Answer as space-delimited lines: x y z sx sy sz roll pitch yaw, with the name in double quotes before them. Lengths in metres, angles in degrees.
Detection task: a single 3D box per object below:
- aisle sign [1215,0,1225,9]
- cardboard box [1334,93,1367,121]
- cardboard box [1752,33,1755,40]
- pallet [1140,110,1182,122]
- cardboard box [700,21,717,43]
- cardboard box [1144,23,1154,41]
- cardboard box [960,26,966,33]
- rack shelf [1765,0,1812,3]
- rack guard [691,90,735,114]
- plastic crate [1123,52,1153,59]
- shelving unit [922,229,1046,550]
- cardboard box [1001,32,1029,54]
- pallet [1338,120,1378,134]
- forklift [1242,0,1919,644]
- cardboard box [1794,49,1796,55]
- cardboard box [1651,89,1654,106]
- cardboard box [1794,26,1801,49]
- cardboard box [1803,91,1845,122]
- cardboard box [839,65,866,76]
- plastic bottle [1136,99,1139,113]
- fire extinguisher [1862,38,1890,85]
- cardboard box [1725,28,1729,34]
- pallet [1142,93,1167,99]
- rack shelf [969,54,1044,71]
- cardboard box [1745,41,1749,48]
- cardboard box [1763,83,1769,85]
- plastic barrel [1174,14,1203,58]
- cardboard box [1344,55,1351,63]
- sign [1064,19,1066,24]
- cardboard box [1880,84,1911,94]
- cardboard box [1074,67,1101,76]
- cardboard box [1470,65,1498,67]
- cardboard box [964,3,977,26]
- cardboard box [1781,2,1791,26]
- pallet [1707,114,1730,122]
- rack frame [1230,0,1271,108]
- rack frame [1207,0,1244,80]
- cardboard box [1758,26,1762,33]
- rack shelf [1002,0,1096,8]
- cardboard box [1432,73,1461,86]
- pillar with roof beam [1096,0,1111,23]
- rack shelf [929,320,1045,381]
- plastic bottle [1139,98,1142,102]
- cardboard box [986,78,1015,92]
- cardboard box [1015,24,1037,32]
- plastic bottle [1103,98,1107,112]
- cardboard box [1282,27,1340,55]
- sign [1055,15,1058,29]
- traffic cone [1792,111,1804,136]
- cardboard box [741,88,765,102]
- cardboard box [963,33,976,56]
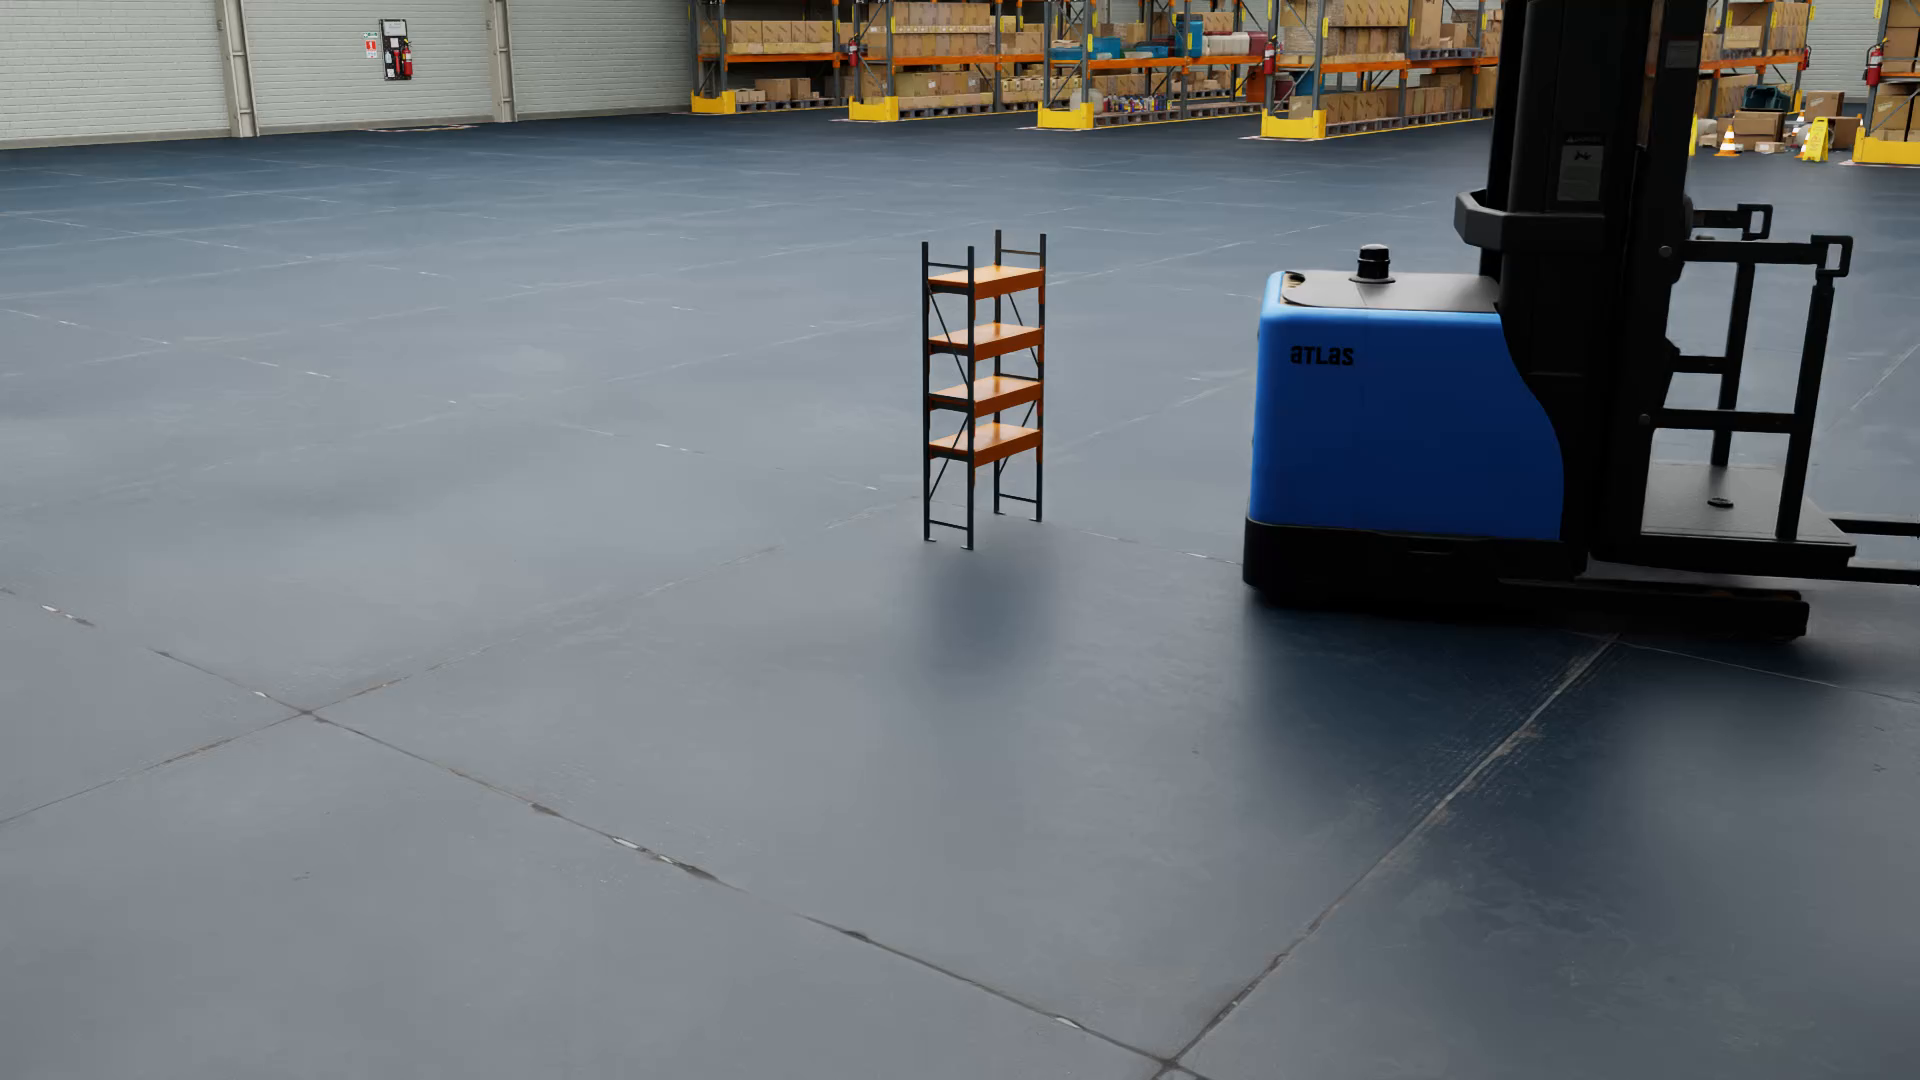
"aisle sign" 7.474 -15.715 47.907 0.394 0.787 0.004 12 21 35
"cardboard box" 7.561 -8.415 32.290 0.500 0.500 0.500 10 20 30
"cardboard box" 16.778 -10.772 35.588 0.380 0.149 0.250 14 22 37
"pallet" 4.062 -9.187 35.971 1.003 0.211 1.213 12 21 35
"cardboard box" -5.734 -11.915 39.008 0.500 0.500 0.500 12 21 34
"cardboard box" 4.824 -13.628 44.692 0.700 0.500 0.500 5 18 16
"cardboard box" -0.078 -11.560 37.649 0.380 0.149 0.250 12 21 34
"rack shelf" 18.355 -12.366 37.662 1.077 0.370 4.000 12 21 35
"rack guard" -5.799 -10.293 39.047 1.175 0.500 0.348 12 21 35
"plastic crate" 3.731 -10.114 34.698 0.530 0.136 0.437 12 21 35
"shelving unit" 0.099 -0.612 6.693 0.258 1.200 0.503 12 21 35
"cardboard box" 1.304 -11.900 39.839 0.500 0.500 0.500 14 22 39
"pallet" 7.375 -8.006 32.169 1.003 0.211 1.213 12 21 35
"forklift" 2.596 -1.222 5.736 3.031 2.935 1.130 3 18 11
"cardboard box" 19.263 -11.391 38.790 0.380 0.149 0.250 12 21 34
"cardboard box" 12.694 -8.185 31.129 1.050 0.750 0.750 12 21 34
"cardboard box" 19.174 -11.669 38.592 0.500 0.500 0.500 12 21 34
"cardboard box" 14.984 -7.520 28.839 0.500 0.500 0.500 12 21 35
"cardboard box" -2.776 -12.080 42.794 0.500 0.250 0.500 12 21 34
"plastic bottle" 3.706 -9.108 34.873 0.097 0.271 0.097 0 17 0
"fire extinguisher" 13.610 -7.109 24.709 0.296 0.674 0.183 12 21 35
"cardboard box" 15.369 -10.353 33.737 0.380 0.149 0.250 12 21 33
"pallet" 4.832 -11.920 44.774 1.003 0.211 1.213 12 21 35
"rack shelf" 1.711 -11.680 40.510 1.077 0.370 4.000 12 21 35
"cardboard box" 16.470 -10.504 35.225 0.380 0.149 0.250 11 21 32
"cardboard box" 18.894 -10.725 39.318 0.380 0.149 0.250 13 21 36
"plastic barrel" 4.969 -10.949 36.098 0.600 0.901 0.708 12 21 35
"cardboard box" 7.063 -8.983 31.038 0.380 0.149 0.250 12 21 35
"sign" 3.247 -15.830 51.070 0.100 0.325 0.005 12 21 35
"cardboard box" 14.481 -6.983 25.744 0.380 0.149 0.250 13 22 36
"cardboard box" 3.302 -12.153 43.028 0.500 0.250 0.500 13 22 37
"cardboard box" 11.822 -10.306 37.747 1.225 0.875 0.875 12 21 35
"cardboard box" -0.040 -11.987 37.930 0.700 0.500 0.500 12 21 35
"cardboard box" 18.249 -11.773 37.241 0.500 0.500 0.500 13 21 36
"pallet" 15.246 -8.702 34.410 1.003 0.211 1.213 12 21 35
"rack frame" 6.879 -11.624 39.116 1.000 3.000 0.127 12 21 35
"rack frame" 7.669 -14.405 48.074 1.000 3.000 0.127 12 21 35
"cardboard box" 17.081 -11.035 35.934 0.380 0.149 0.250 14 22 37
"rack shelf" 2.497 -15.892 49.017 1.077 0.370 4.000 12 21 35
"cardboard box" 10.481 -9.958 35.961 0.500 0.250 0.500 13 22 37
"pillar with roof beam" 8.060 -18.180 50.113 9.100 9.000 0.400 12 21 35
"rack shelf" 0.099 -0.762 6.646 0.258 0.148 0.480 12 21 35
"plastic bottle" 3.850 -9.238 35.271 0.061 0.283 0.133 12 21 35
"cardboard box" 0.966 -10.757 39.307 0.500 0.311 0.500 13 21 35
"cardboard box" 1.642 -14.597 48.184 0.980 0.700 0.700 13 21 36
"plastic bottle" 3.026 -9.198 35.155 0.152 0.276 0.135 13 21 35
"cardboard box" 6.440 -9.159 30.509 0.875 0.500 0.500 12 21 35
"sign" 2.461 -13.109 42.079 0.100 0.325 0.005 12 21 35
"traffic cone" 15.416 -7.622 30.506 0.336 0.463 0.334 12 21 35
"cardboard box" -5.020 -10.680 39.868 0.500 0.311 0.500 15 22 39
"cardboard box" -0.049 -11.361 38.103 0.700 0.500 0.500 12 21 34
